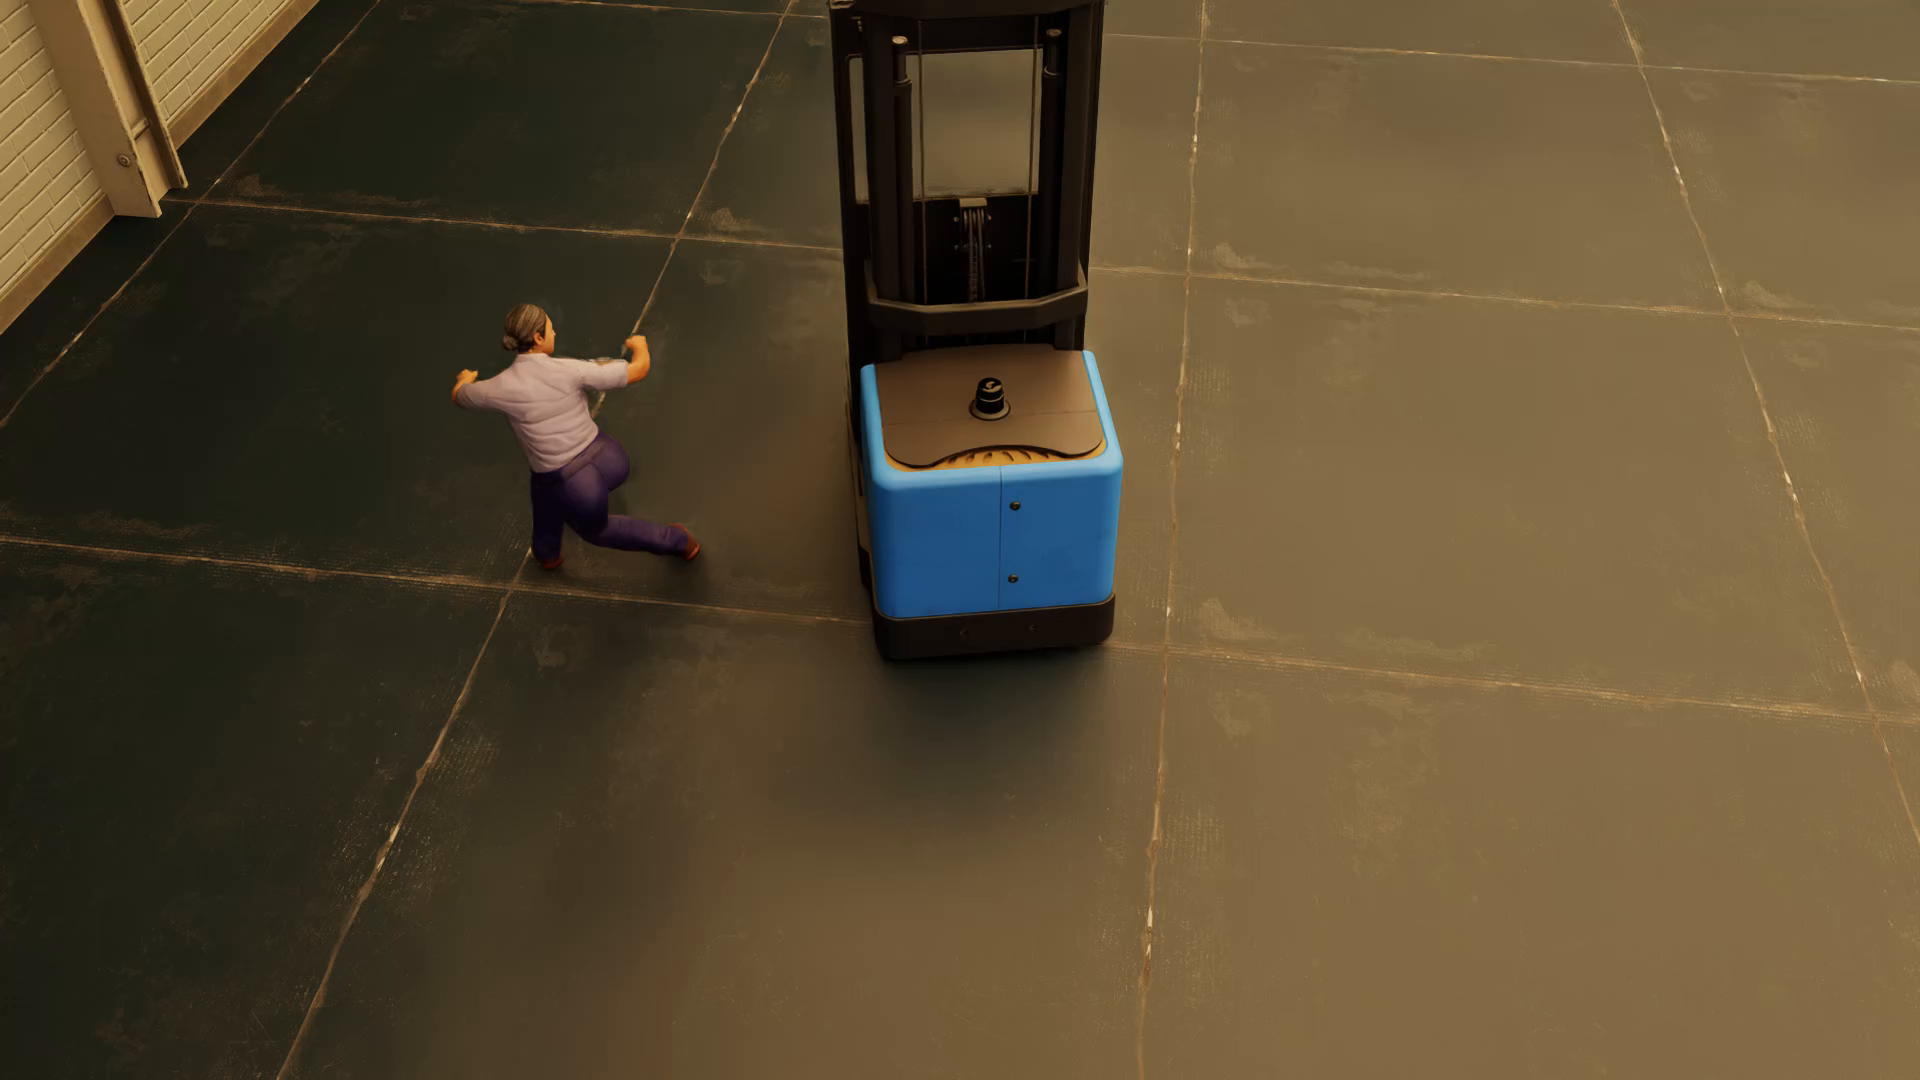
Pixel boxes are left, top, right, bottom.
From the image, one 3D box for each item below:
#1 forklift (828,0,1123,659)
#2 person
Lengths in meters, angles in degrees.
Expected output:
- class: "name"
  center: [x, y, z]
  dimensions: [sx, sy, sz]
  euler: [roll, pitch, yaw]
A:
- class: "forklift"
  center: [0.001, -1.558, 7.421]
  dimensions: [1.130, 2.935, 3.031]
  euler: [-4, 43, -5]
- class: "person"
  center: [-1.716, -0.481, 7.399]
  dimensions: [1.081, 1.444, 0.836]
  euler: [29, 50, 28]
